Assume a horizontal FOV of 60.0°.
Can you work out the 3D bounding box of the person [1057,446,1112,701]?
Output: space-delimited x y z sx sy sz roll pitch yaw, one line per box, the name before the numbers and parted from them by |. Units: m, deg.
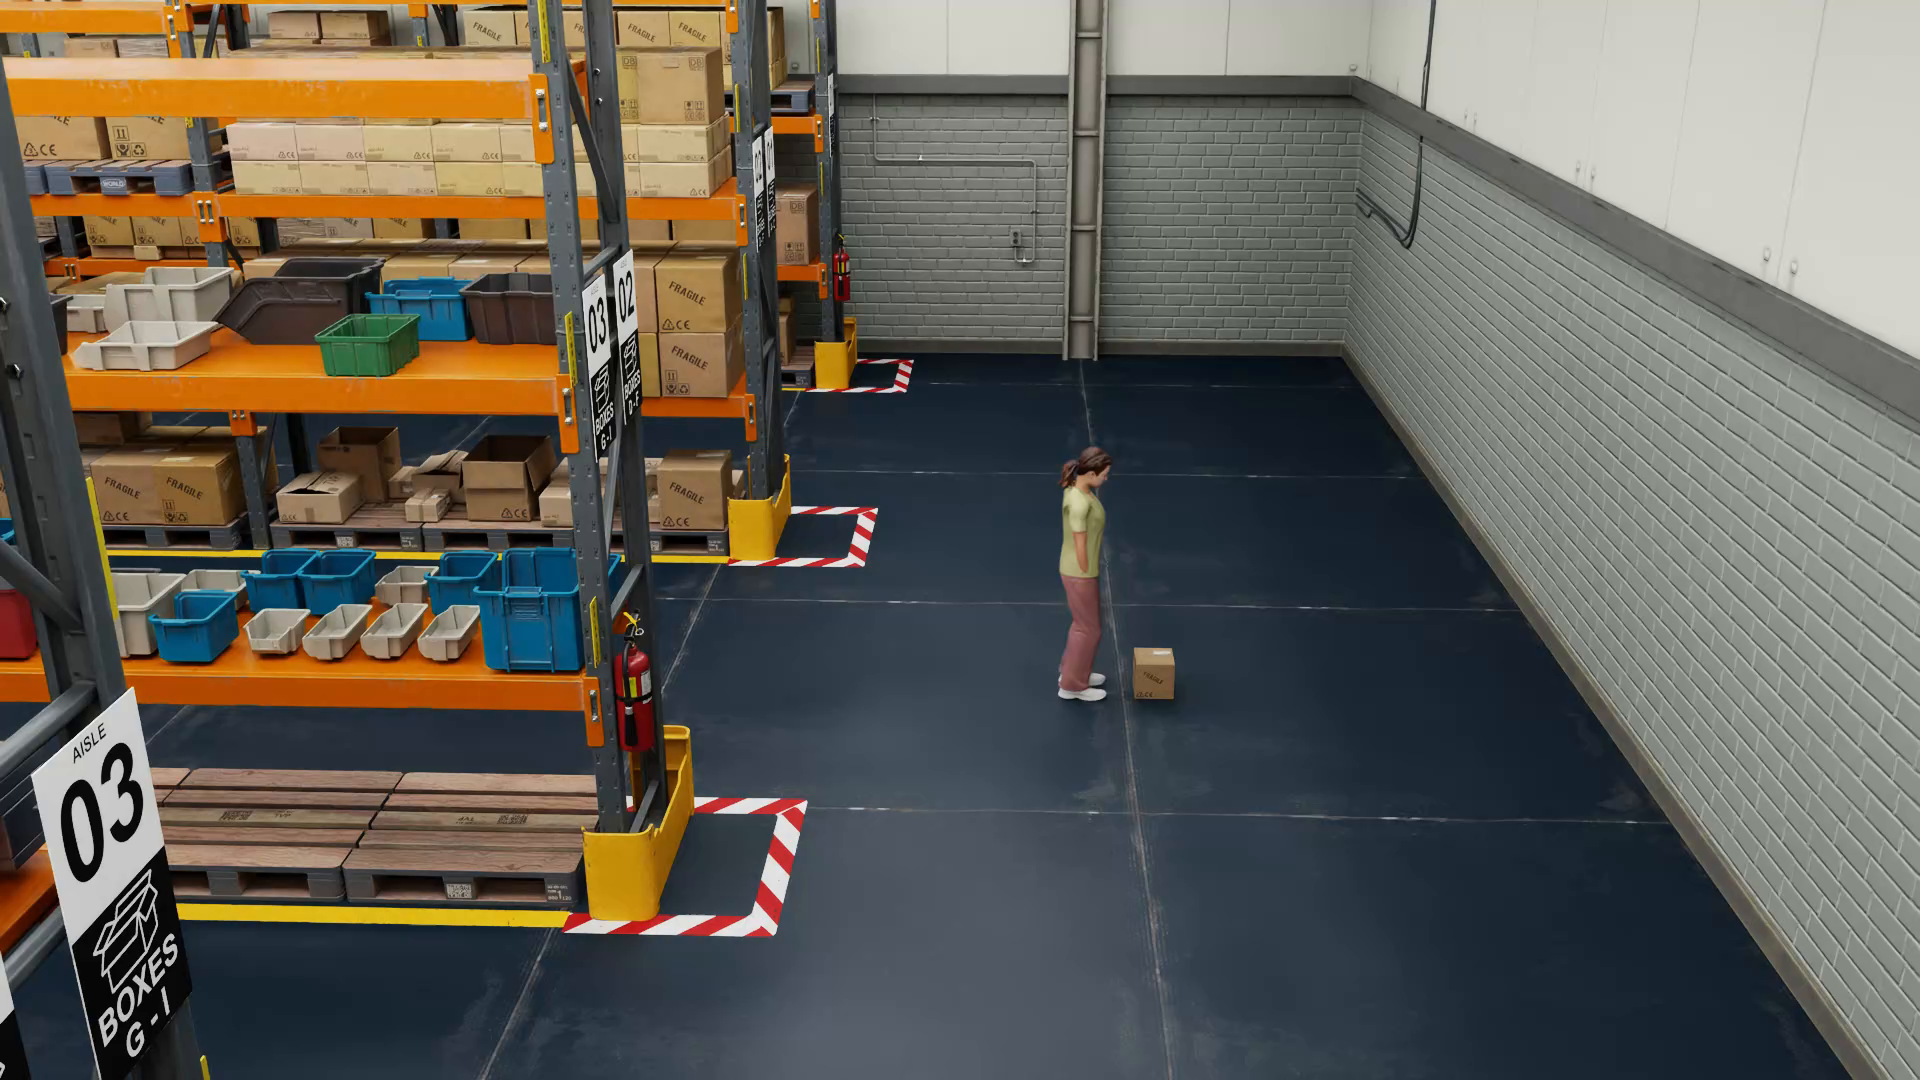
person | 0.778 0.198 10.592 0.348 1.662 0.455 1 21 3
